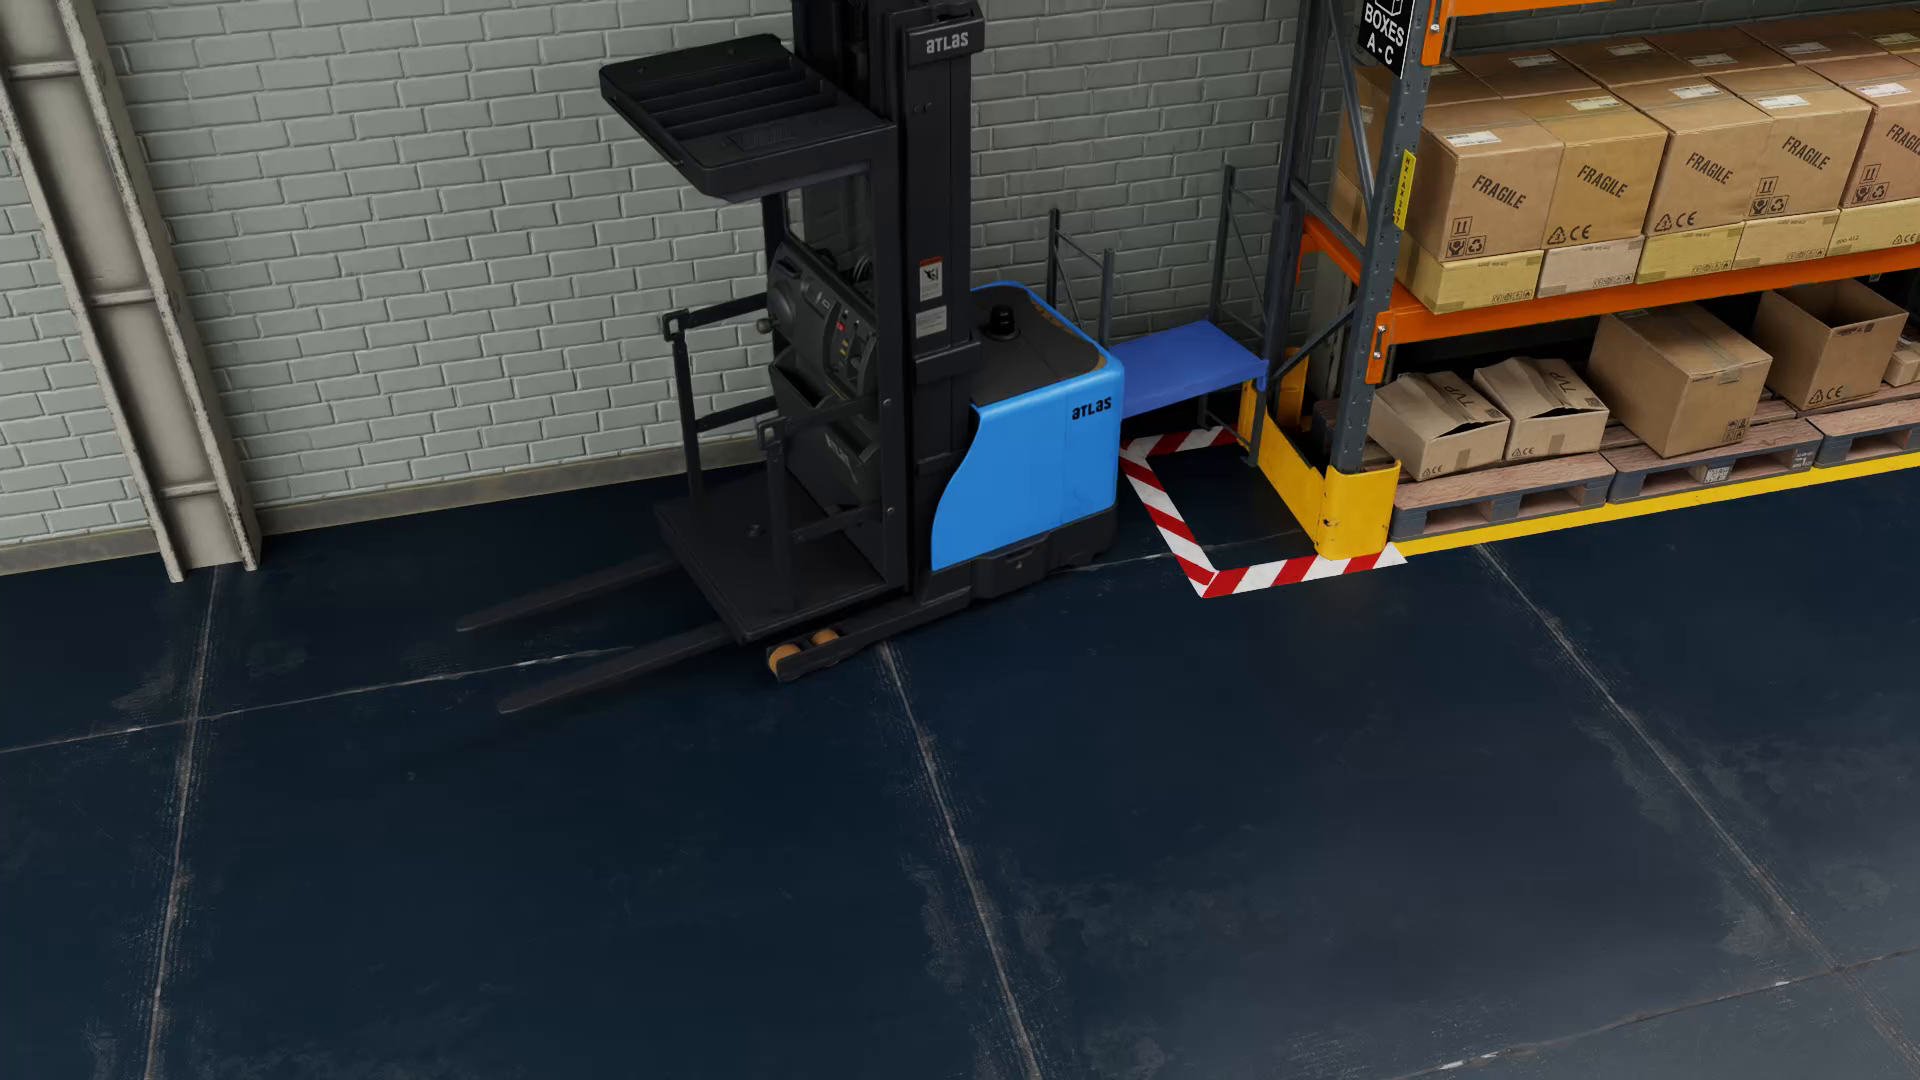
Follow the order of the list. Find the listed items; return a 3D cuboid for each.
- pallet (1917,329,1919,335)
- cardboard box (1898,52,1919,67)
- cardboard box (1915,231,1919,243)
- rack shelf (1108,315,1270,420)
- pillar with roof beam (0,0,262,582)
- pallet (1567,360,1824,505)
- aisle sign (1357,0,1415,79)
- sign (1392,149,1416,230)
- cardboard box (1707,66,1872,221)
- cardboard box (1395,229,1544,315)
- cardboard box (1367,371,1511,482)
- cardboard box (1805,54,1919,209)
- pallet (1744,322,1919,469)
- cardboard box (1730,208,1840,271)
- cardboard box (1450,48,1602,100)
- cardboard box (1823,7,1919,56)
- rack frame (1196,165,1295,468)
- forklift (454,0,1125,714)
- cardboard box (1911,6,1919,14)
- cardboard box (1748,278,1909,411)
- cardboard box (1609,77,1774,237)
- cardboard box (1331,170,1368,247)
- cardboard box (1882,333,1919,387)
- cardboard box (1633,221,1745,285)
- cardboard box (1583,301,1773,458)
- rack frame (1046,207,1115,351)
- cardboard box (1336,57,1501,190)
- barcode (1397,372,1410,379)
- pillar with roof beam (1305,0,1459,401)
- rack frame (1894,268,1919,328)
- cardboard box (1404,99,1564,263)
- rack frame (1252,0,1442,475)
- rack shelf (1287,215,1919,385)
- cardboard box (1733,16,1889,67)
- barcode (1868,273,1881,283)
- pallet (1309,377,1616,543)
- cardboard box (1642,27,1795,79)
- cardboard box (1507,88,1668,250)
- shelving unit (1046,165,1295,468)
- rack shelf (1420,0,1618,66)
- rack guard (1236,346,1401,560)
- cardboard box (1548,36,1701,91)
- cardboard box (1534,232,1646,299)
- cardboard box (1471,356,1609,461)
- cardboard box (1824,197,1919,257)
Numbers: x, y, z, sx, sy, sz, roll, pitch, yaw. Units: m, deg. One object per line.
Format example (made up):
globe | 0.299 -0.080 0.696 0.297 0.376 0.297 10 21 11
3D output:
pallet | 6.329 -1.091 9.482 1.213 0.211 1.003 -9 38 -12
cardboard box | 4.722 -1.982 7.841 0.500 0.500 0.500 -10 38 -12
cardboard box | 4.717 -1.696 8.085 0.500 0.250 0.500 -9 38 -12
rack shelf | 0.989 -0.822 8.359 1.000 0.185 0.538 -18 41 -24
pillar with roof beam | -2.503 -0.966 2.086 0.400 9.000 9.100 -9 38 -12
pallet | 3.759 -0.644 8.898 1.213 0.211 1.003 -9 38 -12
aisle sign | 1.725 -2.286 6.609 0.004 0.787 0.394 -9 38 -12
sign | 1.858 -1.466 6.965 0.005 0.325 0.100 -9 38 -12
cardboard box | 3.731 -1.826 7.637 0.500 0.500 0.500 -8 38 -11
cardboard box | 2.270 -1.280 7.541 0.500 0.250 0.500 -10 39 -13
cardboard box | 2.408 -0.604 8.402 0.500 0.311 0.500 -14 39 -17
cardboard box | 4.233 -1.909 7.745 0.500 0.500 0.500 -10 39 -13
pallet | 4.939 -0.840 9.153 1.213 0.211 1.003 -9 38 -12
cardboard box | 3.750 -1.527 7.864 0.500 0.250 0.500 -9 38 -12
cardboard box | 2.605 -1.960 7.813 0.500 0.500 0.500 -9 38 -11
cardboard box | 4.569 -2.289 8.243 0.500 0.500 0.500 -10 38 -12
rack frame | 1.433 -1.112 8.455 0.032 1.500 0.500 -18 41 -24
forklift | -0.771 -0.903 6.998 3.031 2.935 1.130 -19 42 -24
cardboard box | 5.070 -2.369 8.347 0.500 0.500 0.500 -10 39 -13
cardboard box | 4.586 -1.069 8.853 0.500 0.500 0.500 -12 39 -15
cardboard box | 3.236 -1.737 7.521 0.500 0.500 0.500 -11 39 -13
cardboard box | 2.117 -1.577 7.929 0.500 0.250 0.500 -9 38 -11
cardboard box | 5.069 -1.022 9.066 0.250 0.166 0.380 -14 40 -18
cardboard box | 3.261 -1.448 7.761 0.500 0.250 0.500 -10 39 -13
cardboard box | 3.679 -0.857 8.576 0.500 0.500 0.700 -12 39 -15
rack frame | 0.549 -0.819 8.047 0.032 1.500 0.500 -18 41 -24
cardboard box | 2.116 -1.886 7.716 0.500 0.500 0.500 -10 38 -12
barcode | 2.321 -0.846 8.709 0.075 0.075 0.001 -9 38 -12
pillar with roof beam | 3.289 -1.917 3.329 0.400 9.000 9.100 -9 38 -12
rack frame | 5.578 -2.074 8.472 0.127 3.000 1.000 -9 38 -12
cardboard box | 2.256 -1.586 7.324 0.500 0.500 0.500 -9 38 -12
rack frame | 1.716 -1.441 7.644 0.127 3.000 1.000 -9 38 -12
rack shelf | 3.647 -1.472 8.277 4.000 0.370 1.077 -9 38 -12
cardboard box | 4.087 -2.213 8.144 0.500 0.500 0.500 -8 38 -11
barcode | 4.994 -1.439 9.073 0.075 0.075 0.001 -9 38 -12
pallet | 2.583 -0.453 8.648 1.213 0.211 1.003 -9 38 -12
cardboard box | 3.589 -2.125 8.028 0.500 0.500 0.500 -9 38 -11
cardboard box | 2.735 -1.659 7.419 0.500 0.500 0.500 -9 38 -12
shelving unit | 0.991 -0.966 8.251 1.048 1.500 0.538 -18 41 -24
rack shelf | 3.647 -2.663 7.365 4.000 0.370 1.077 -9 38 -12
rack guard | 1.790 -0.460 8.419 0.348 0.500 1.175 -9 38 -12
cardboard box | 3.103 -2.045 7.923 0.500 0.500 0.500 -10 39 -13
cardboard box | 2.768 -1.371 7.660 0.500 0.250 0.500 -10 39 -13
cardboard box | 2.958 -0.695 8.520 0.500 0.311 0.500 -6 38 -8
cardboard box | 4.235 -1.607 7.969 0.500 0.250 0.500 -10 38 -12
